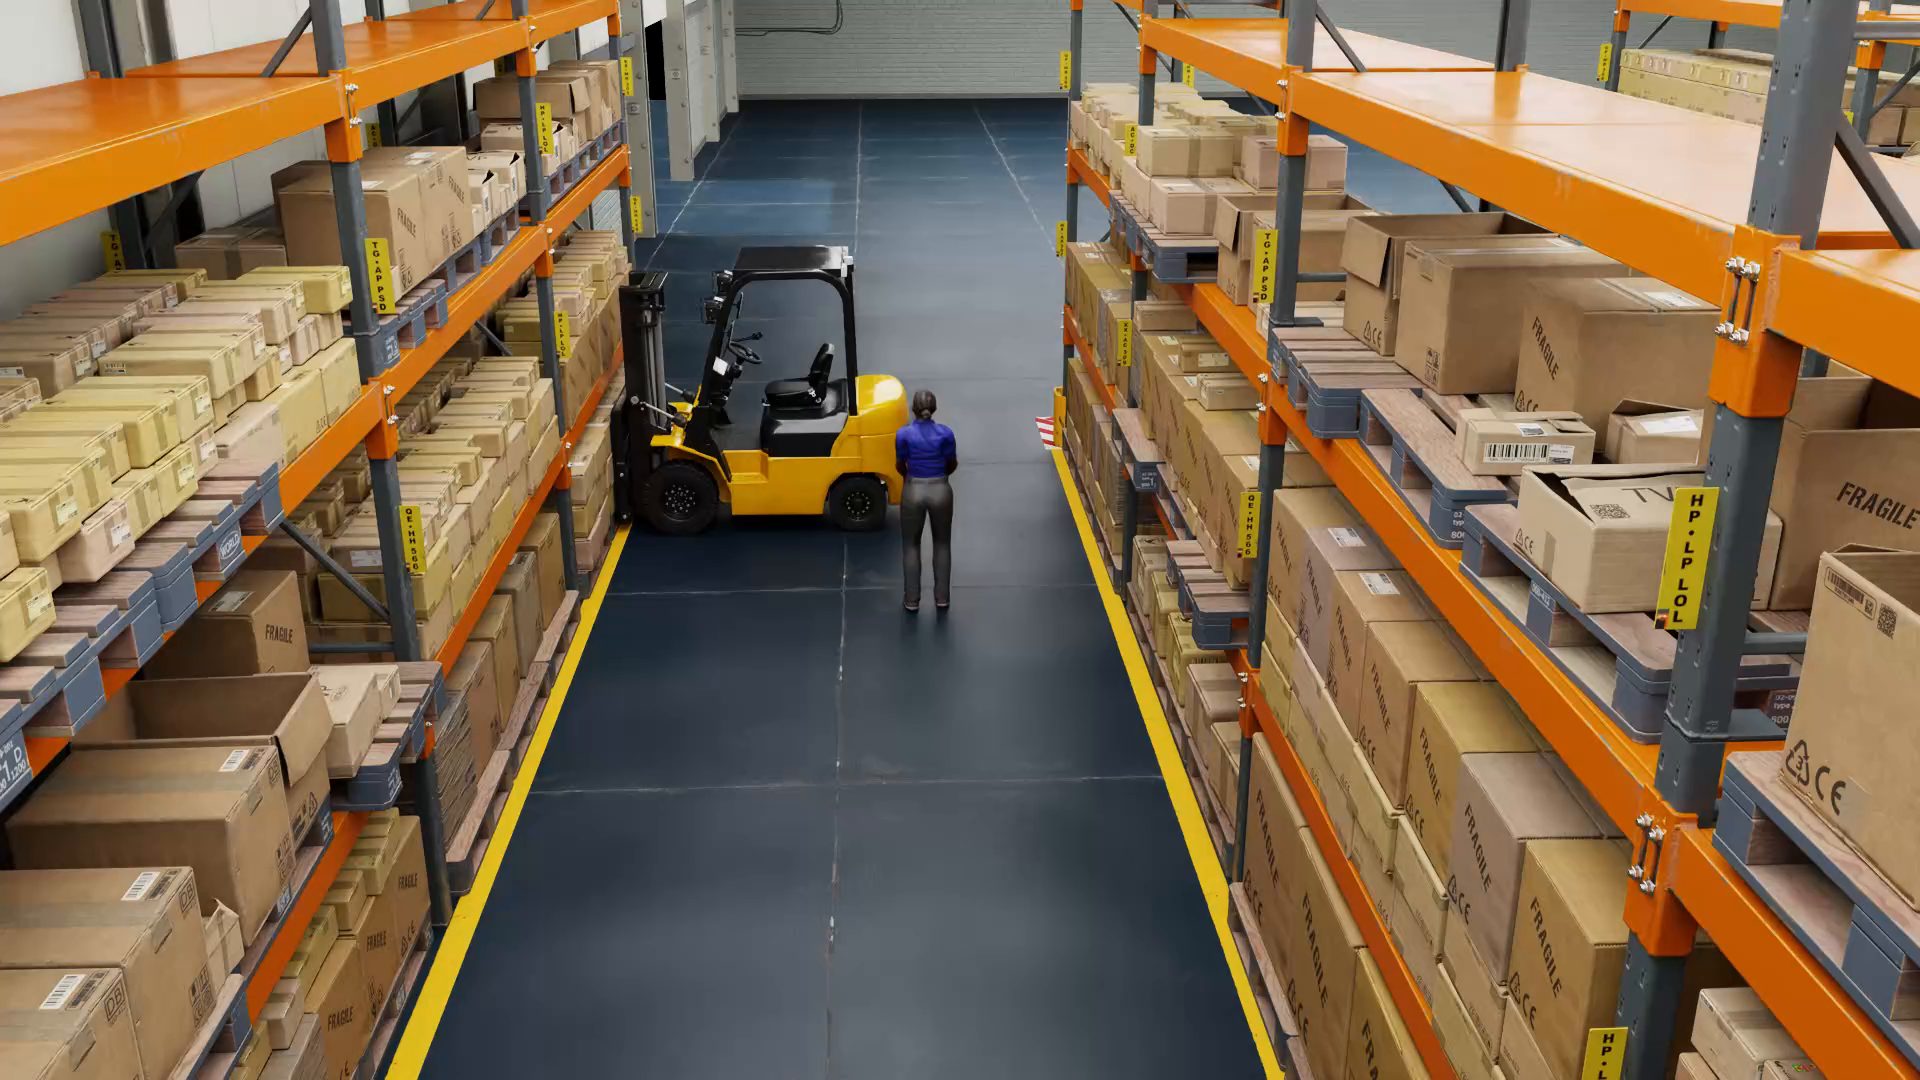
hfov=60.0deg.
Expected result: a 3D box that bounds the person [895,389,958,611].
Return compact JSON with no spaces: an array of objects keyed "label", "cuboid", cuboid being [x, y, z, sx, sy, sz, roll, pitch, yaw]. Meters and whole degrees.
[{"label":"person","cuboid":[-0.240,-0.317,11.946,0.449,1.655,0.500,-1,21,-3]}]
